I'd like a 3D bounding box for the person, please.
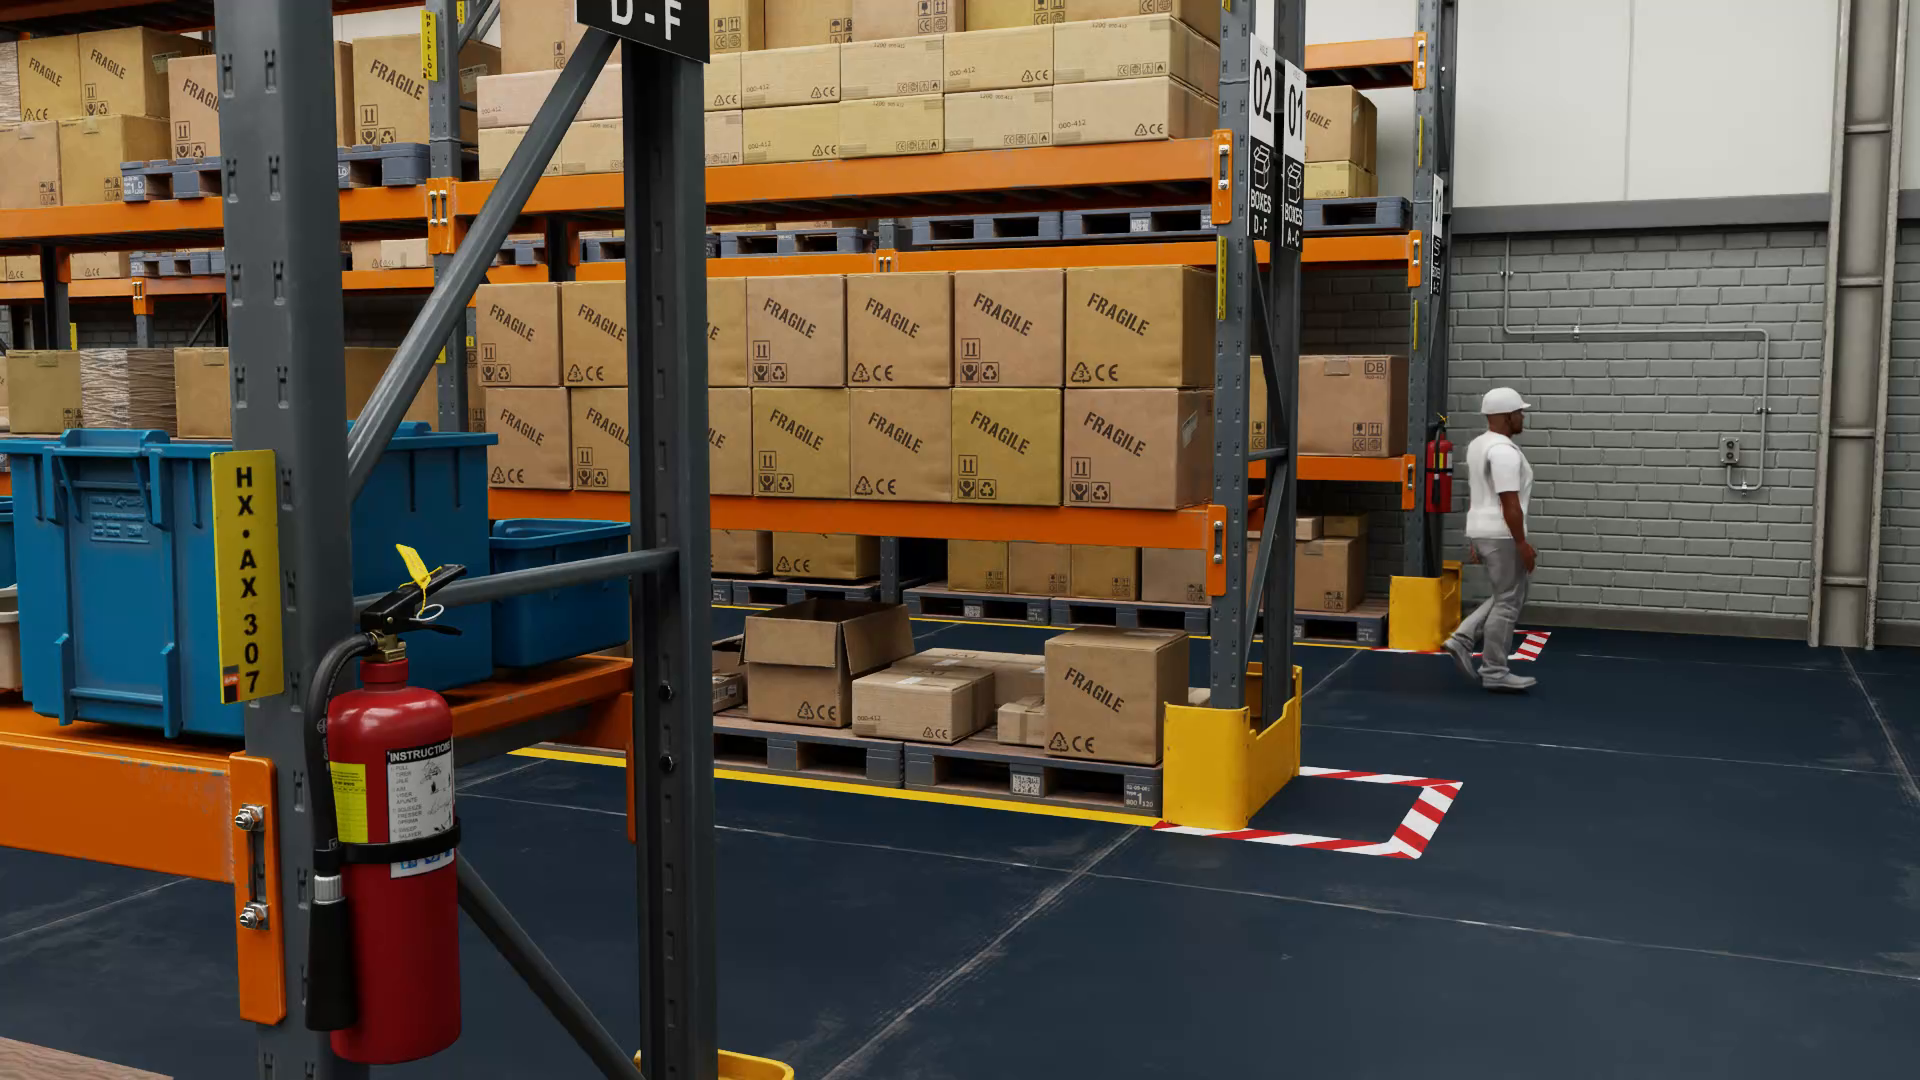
[{"bbox_3d":[3.130,-0.011,9.764,0.510,1.758,0.590,0,6,3],"label":"person"}]
